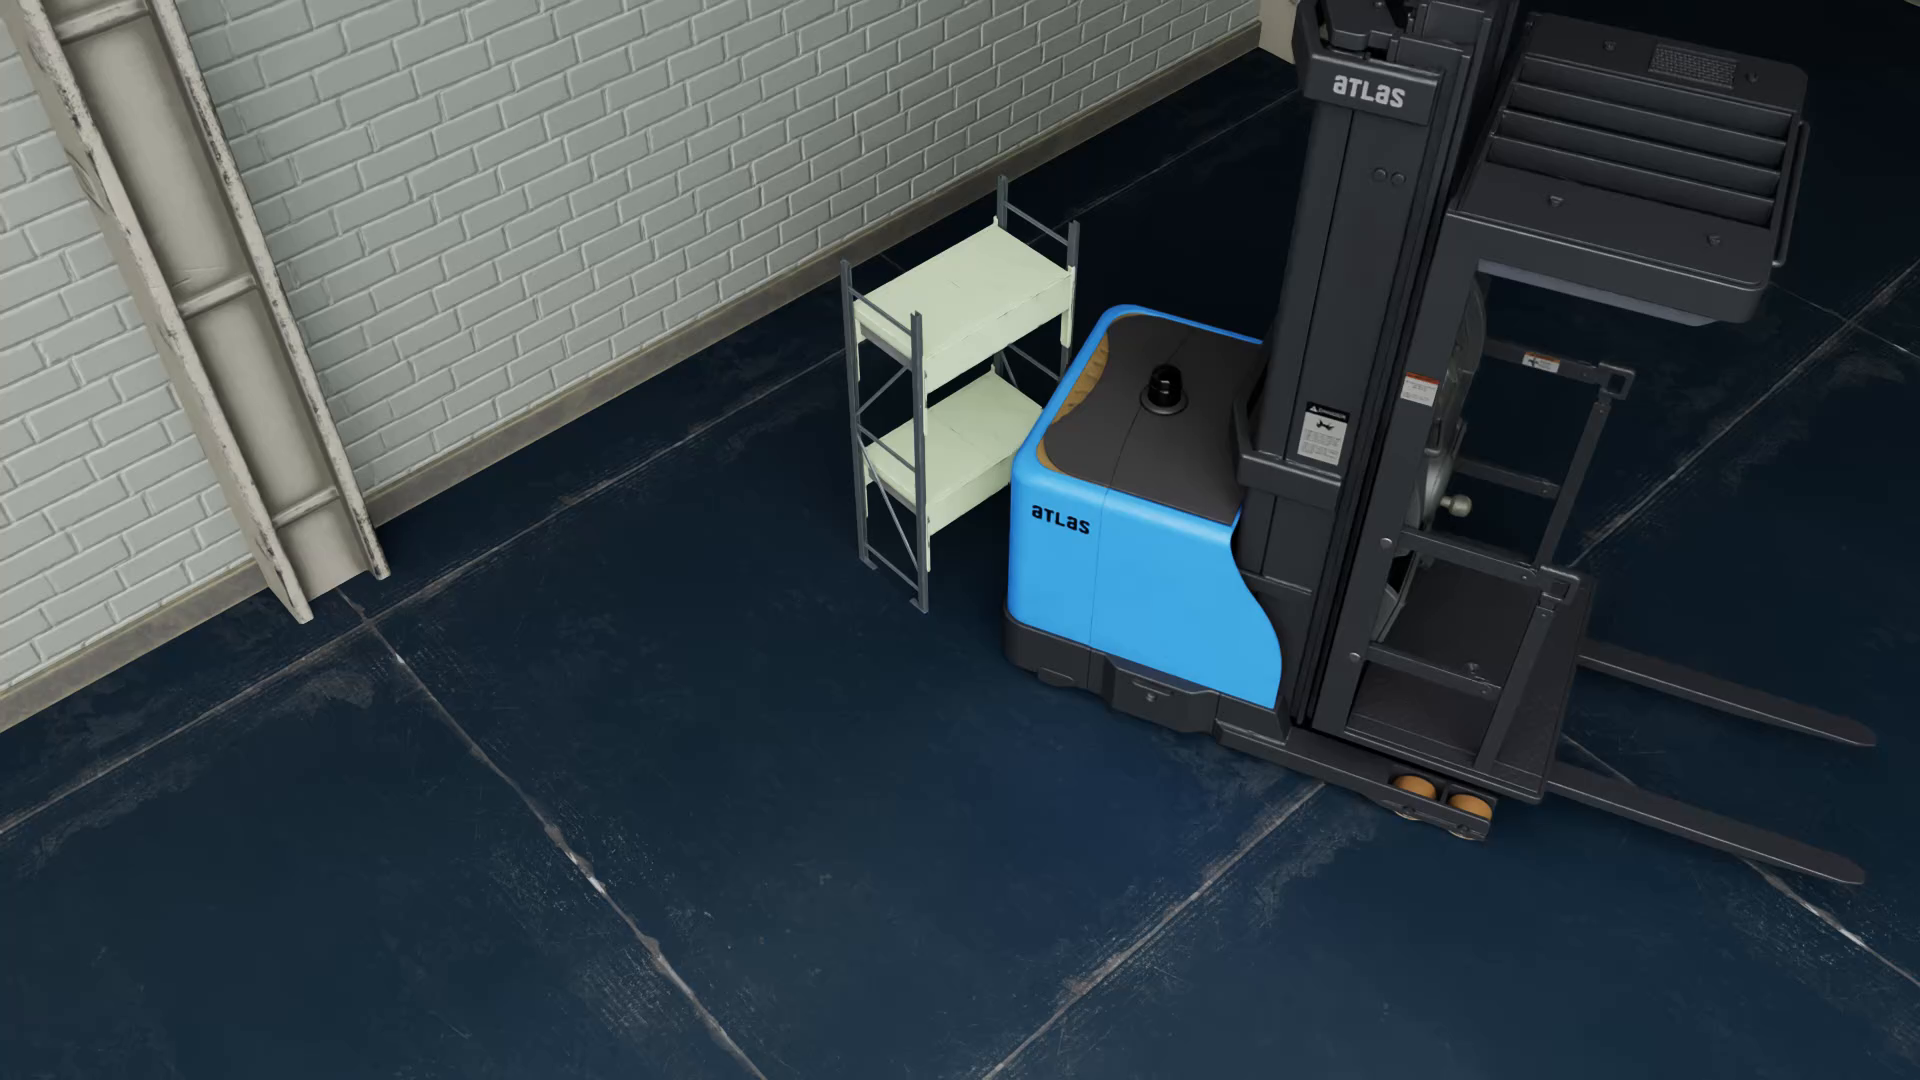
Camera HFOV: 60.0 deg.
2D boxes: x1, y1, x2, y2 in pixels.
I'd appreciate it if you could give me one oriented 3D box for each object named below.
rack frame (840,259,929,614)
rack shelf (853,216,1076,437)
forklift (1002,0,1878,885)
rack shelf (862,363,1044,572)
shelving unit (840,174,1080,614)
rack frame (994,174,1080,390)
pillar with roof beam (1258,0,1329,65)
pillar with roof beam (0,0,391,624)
[{"bbox_3d":[-0.266,-0.331,6.088,0.023,1.500,0.400,-34,56,-27],"label":"rack frame"},{"bbox_3d":[0.005,-0.777,5.968,0.720,0.370,0.431,-34,56,-27],"label":"rack shelf"},{"bbox_3d":[1.722,-0.393,5.172,3.031,2.935,1.130,18,50,16],"label":"forklift"},{"bbox_3d":[0.005,-0.291,6.495,0.720,0.370,0.431,-34,56,-27],"label":"rack shelf"},{"bbox_3d":[0.005,-0.512,6.255,0.755,1.500,0.431,-34,56,-27],"label":"shelving unit"},{"bbox_3d":[0.276,-0.693,6.422,0.023,1.500,0.400,-34,56,-27],"label":"rack frame"},{"bbox_3d":[4.805,-3.527,3.935,0.400,9.000,9.100,-34,56,-27],"label":"pillar with roof beam"},{"bbox_3d":[0.365,-0.561,1.197,0.400,9.000,9.100,-34,56,-27],"label":"pillar with roof beam"}]
